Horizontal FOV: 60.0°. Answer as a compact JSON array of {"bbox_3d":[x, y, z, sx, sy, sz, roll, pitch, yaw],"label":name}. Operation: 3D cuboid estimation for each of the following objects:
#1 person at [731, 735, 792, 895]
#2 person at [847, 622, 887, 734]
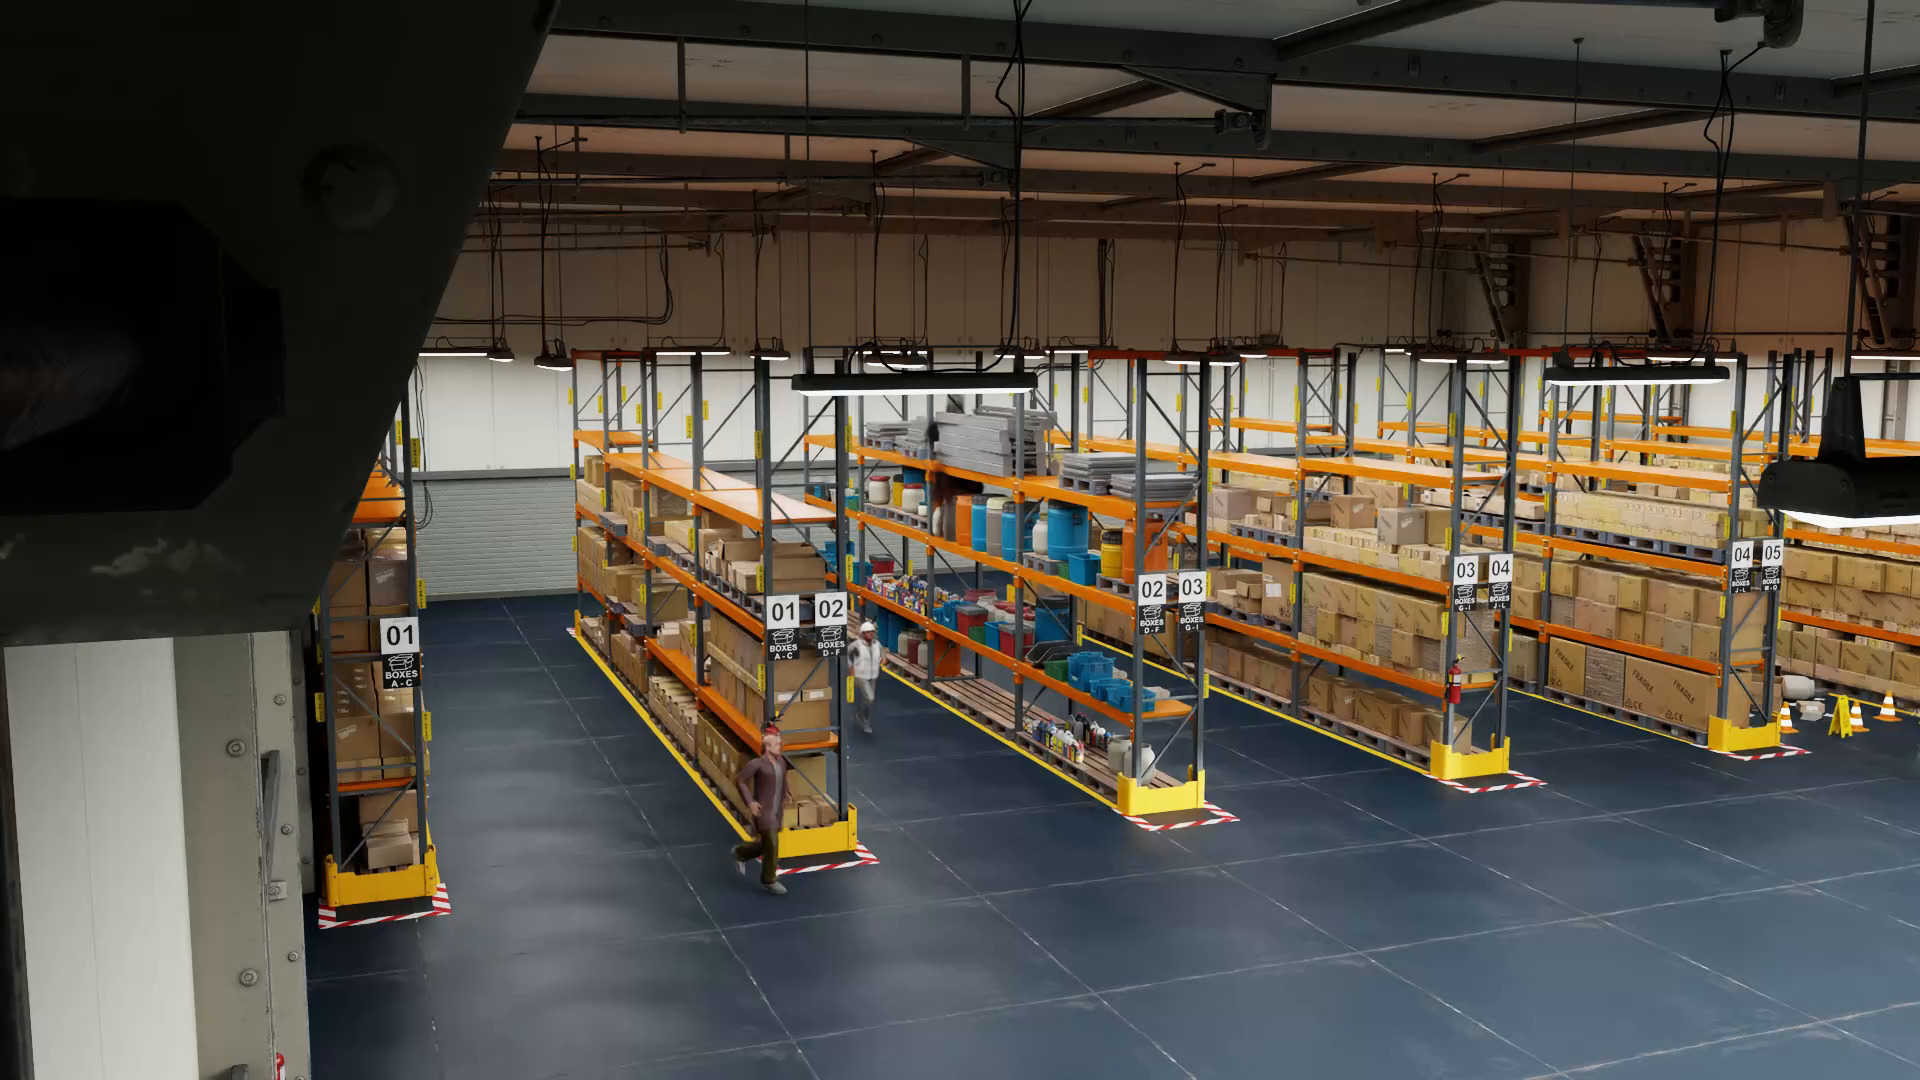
[{"bbox_3d":[-2.239,3.108,19.131,0.898,1.740,0.753,5,8,32],"label":"person"},{"bbox_3d":[-1.490,2.195,26.404,0.657,1.808,0.797,-5,9,-36],"label":"person"}]
